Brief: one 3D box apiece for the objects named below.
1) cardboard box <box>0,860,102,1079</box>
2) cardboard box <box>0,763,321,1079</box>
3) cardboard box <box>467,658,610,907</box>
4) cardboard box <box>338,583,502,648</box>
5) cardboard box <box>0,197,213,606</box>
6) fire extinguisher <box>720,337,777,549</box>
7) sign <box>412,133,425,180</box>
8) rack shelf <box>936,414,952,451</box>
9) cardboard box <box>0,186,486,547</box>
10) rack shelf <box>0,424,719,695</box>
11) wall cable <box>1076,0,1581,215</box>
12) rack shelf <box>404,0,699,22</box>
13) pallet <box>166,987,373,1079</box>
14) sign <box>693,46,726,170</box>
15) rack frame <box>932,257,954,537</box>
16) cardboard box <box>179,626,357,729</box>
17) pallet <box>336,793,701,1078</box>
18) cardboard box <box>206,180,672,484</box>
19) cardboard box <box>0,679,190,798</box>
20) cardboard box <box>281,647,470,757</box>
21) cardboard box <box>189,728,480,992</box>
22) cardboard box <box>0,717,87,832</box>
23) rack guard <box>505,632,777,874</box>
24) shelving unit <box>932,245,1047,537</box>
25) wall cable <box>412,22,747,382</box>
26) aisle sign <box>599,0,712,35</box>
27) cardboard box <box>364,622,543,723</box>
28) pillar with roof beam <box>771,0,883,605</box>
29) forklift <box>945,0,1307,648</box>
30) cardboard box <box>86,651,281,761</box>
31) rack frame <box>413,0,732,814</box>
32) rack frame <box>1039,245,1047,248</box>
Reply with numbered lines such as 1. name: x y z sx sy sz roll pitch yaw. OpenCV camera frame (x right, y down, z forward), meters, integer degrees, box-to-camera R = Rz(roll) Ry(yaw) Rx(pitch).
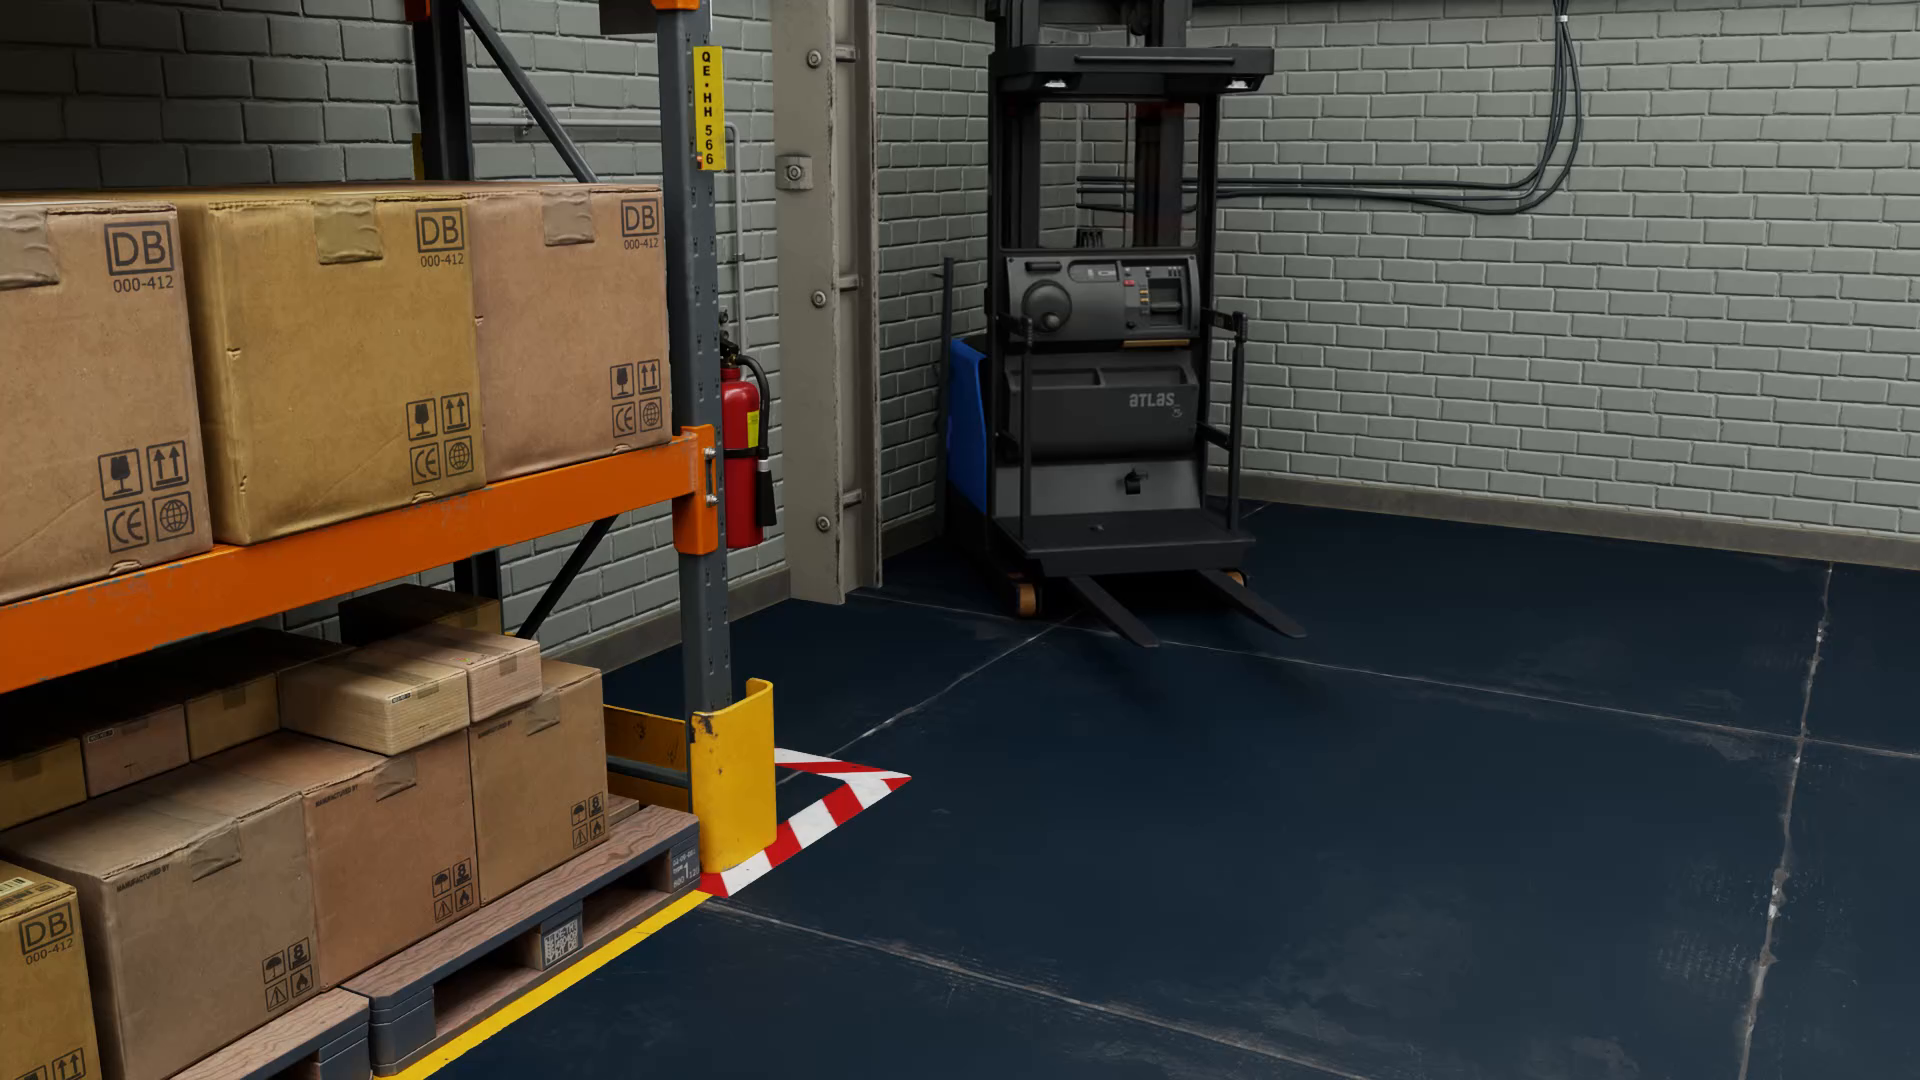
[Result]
1. cardboard box: -2.139 0.922 3.246 0.700 0.500 0.500 8 16 29
2. cardboard box: -1.888 0.812 3.703 0.700 0.500 0.500 7 15 26
3. cardboard box: -1.403 0.606 4.557 0.700 0.500 0.500 7 15 28
4. cardboard box: -1.518 0.242 4.681 0.380 0.149 0.250 7 15 28
5. cardboard box: -2.109 -0.294 3.213 0.980 0.700 0.700 7 15 25
6. fire extinguisher: -0.676 -0.320 4.920 0.296 0.674 0.183 7 15 28
7. sign: -1.635 -1.083 5.111 0.100 0.325 0.005 7 15 28
8. rack shelf: 0.178 -0.689 9.369 1.000 0.185 0.538 -9 18 -36
9. cardboard box: -1.732 -0.449 3.858 0.980 0.700 0.700 7 15 28
10. rack shelf: -2.119 0.200 3.338 1.077 0.370 4.000 7 15 28
11. wall cable: 1.895 -3.087 9.262 3.097 2.526 0.112 7 15 28
12. rack shelf: -2.119 -1.258 2.987 1.077 0.370 4.000 7 15 28
13. pallet: -2.061 1.218 3.531 1.003 0.211 1.213 7 15 28
14. sign: -0.684 -1.174 4.526 0.100 0.325 0.005 7 15 28
15. rack frame: -0.221 -0.798 9.023 0.032 1.500 0.500 -9 18 -36
16. cardboard box: -1.762 0.346 4.250 0.380 0.149 0.250 7 15 28
17. pallet: -1.471 0.969 4.565 1.003 0.211 1.213 7 15 28
18. cardboard box: -1.390 -0.600 4.482 0.980 0.700 0.700 8 16 31
19. cardboard box: -2.006 0.450 3.820 0.380 0.149 0.250 8 16 29
20. cardboard box: -1.429 0.390 4.068 0.380 0.149 0.250 8 16 30
21. cardboard box: -1.645 0.709 4.131 0.700 0.500 0.500 7 15 28
22. cardboard box: -2.129 0.503 3.602 0.380 0.149 0.250 8 15 29
23. rack guard: -1.141 0.650 5.269 1.175 0.500 0.348 7 15 28
24. shelving unit: 0.184 -0.863 9.322 1.048 1.500 0.538 -9 18 -36
25. wall cable: -1.362 -1.424 6.371 0.084 1.984 1.851 7 15 28
26. aisle sign: -0.855 -1.804 4.571 0.394 0.787 0.004 7 15 28
27. cardboard box: -1.306 0.338 4.286 0.380 0.149 0.250 7 15 27
28. pillar with roof beam: 3.164 -3.641 4.934 9.100 9.000 0.400 7 15 28
29. forklift: 0.720 -1.161 7.596 1.130 2.935 3.031 -3 14 -12
30. cardboard box: -1.884 0.398 4.037 0.380 0.149 0.250 8 15 29
31. rack frame: -1.153 -0.560 4.956 1.000 3.000 0.127 7 15 28
32. rack frame: 0.590 -0.927 9.622 0.032 1.500 0.500 -9 18 -36
